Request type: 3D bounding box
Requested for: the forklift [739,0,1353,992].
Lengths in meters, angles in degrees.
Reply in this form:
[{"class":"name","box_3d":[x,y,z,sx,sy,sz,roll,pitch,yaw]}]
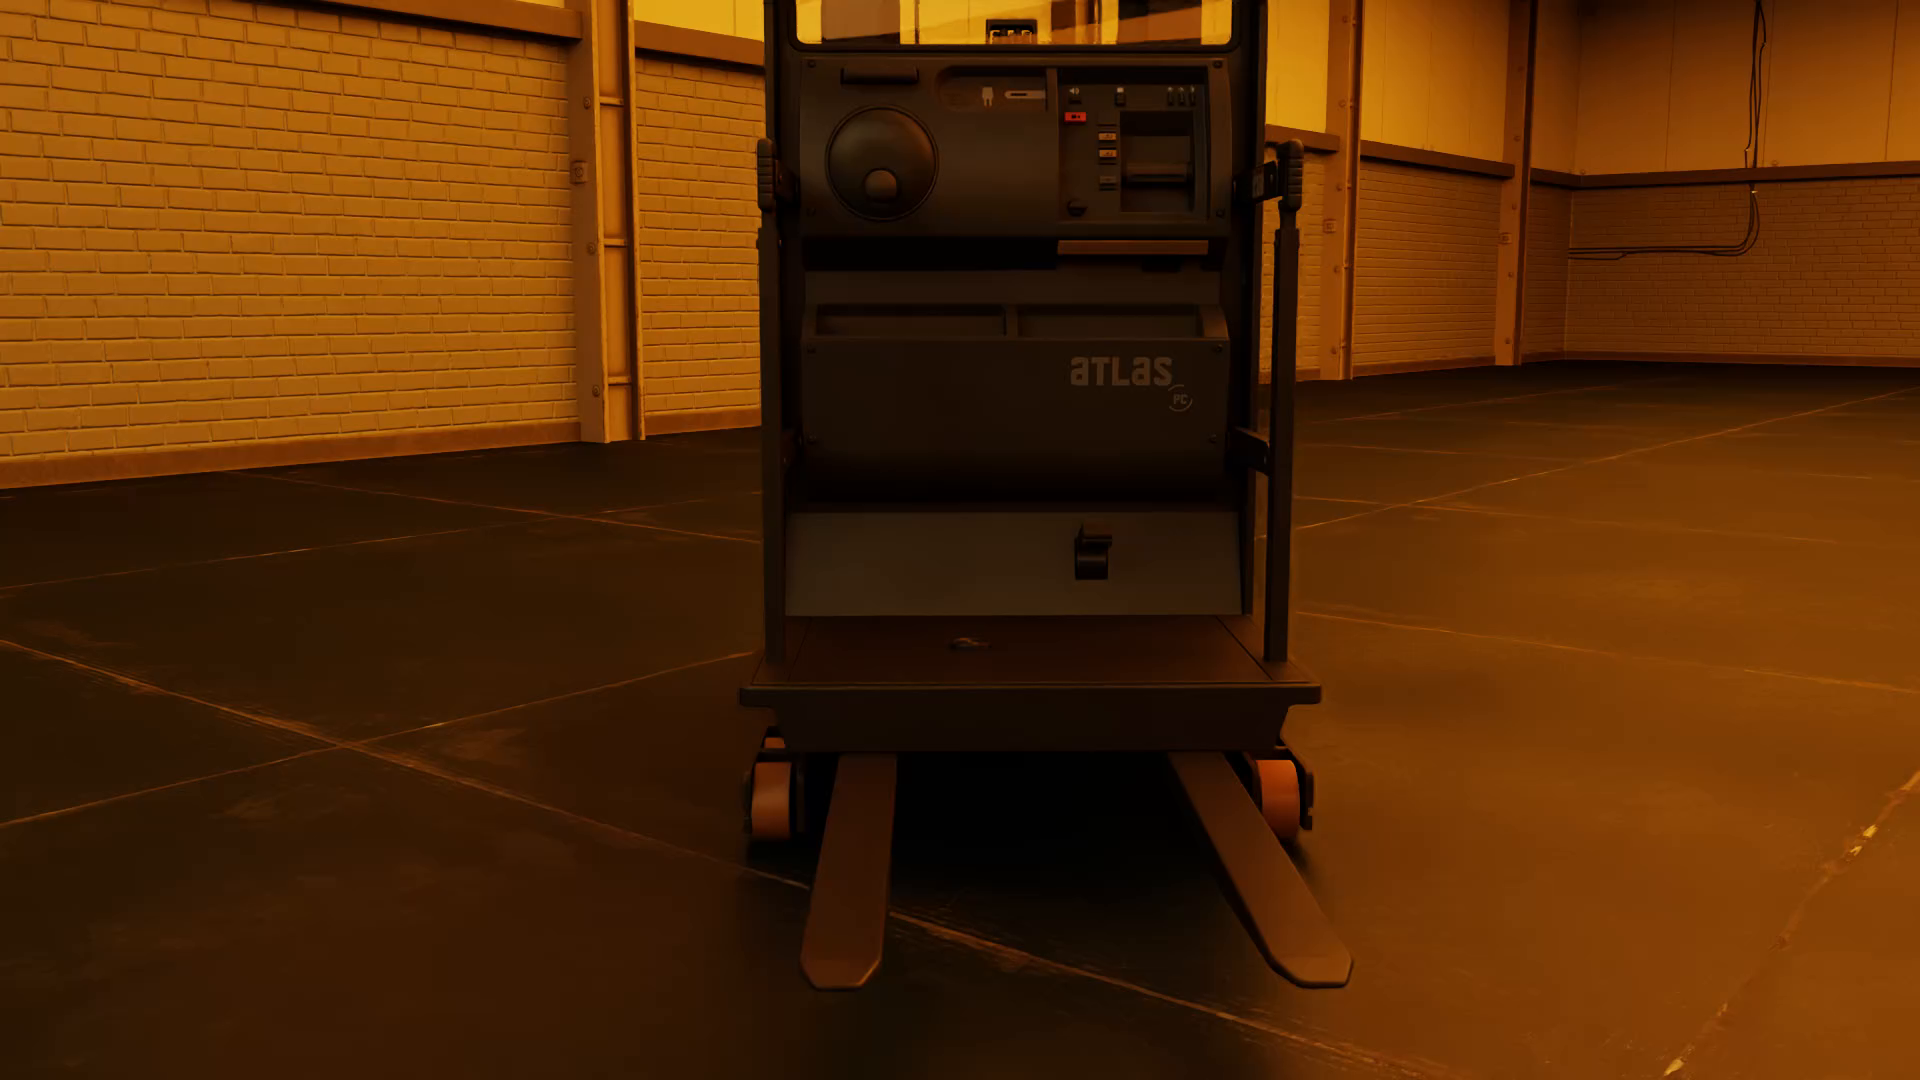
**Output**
[{"class":"forklift","box_3d":[0.125,-0.894,3.390,1.130,2.935,3.031,0,8,-1]}]
